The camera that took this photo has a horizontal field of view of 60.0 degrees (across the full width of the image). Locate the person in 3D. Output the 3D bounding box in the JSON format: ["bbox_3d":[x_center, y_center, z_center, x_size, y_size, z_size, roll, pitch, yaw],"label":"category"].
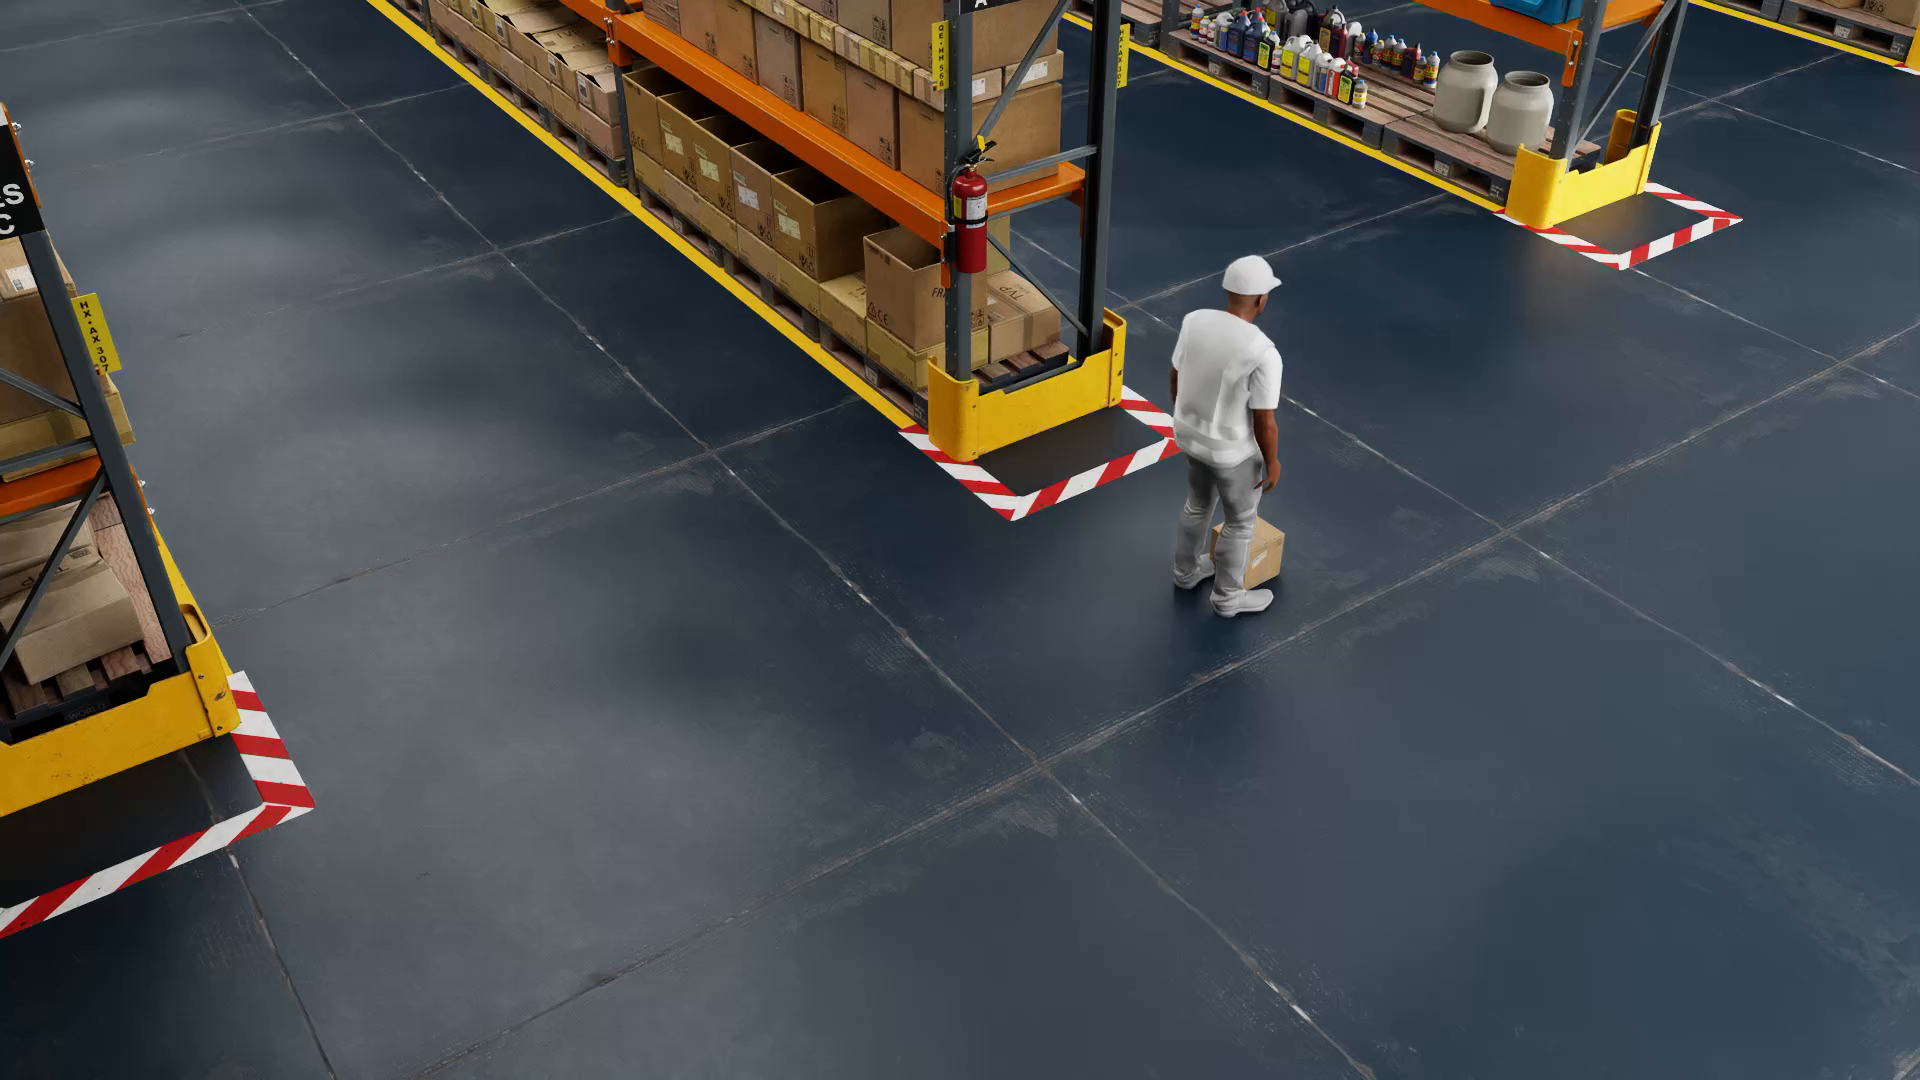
[{"bbox_3d":[1.221,-0.471,7.634,0.461,1.759,0.629,-25,43,-30],"label":"person"}]
